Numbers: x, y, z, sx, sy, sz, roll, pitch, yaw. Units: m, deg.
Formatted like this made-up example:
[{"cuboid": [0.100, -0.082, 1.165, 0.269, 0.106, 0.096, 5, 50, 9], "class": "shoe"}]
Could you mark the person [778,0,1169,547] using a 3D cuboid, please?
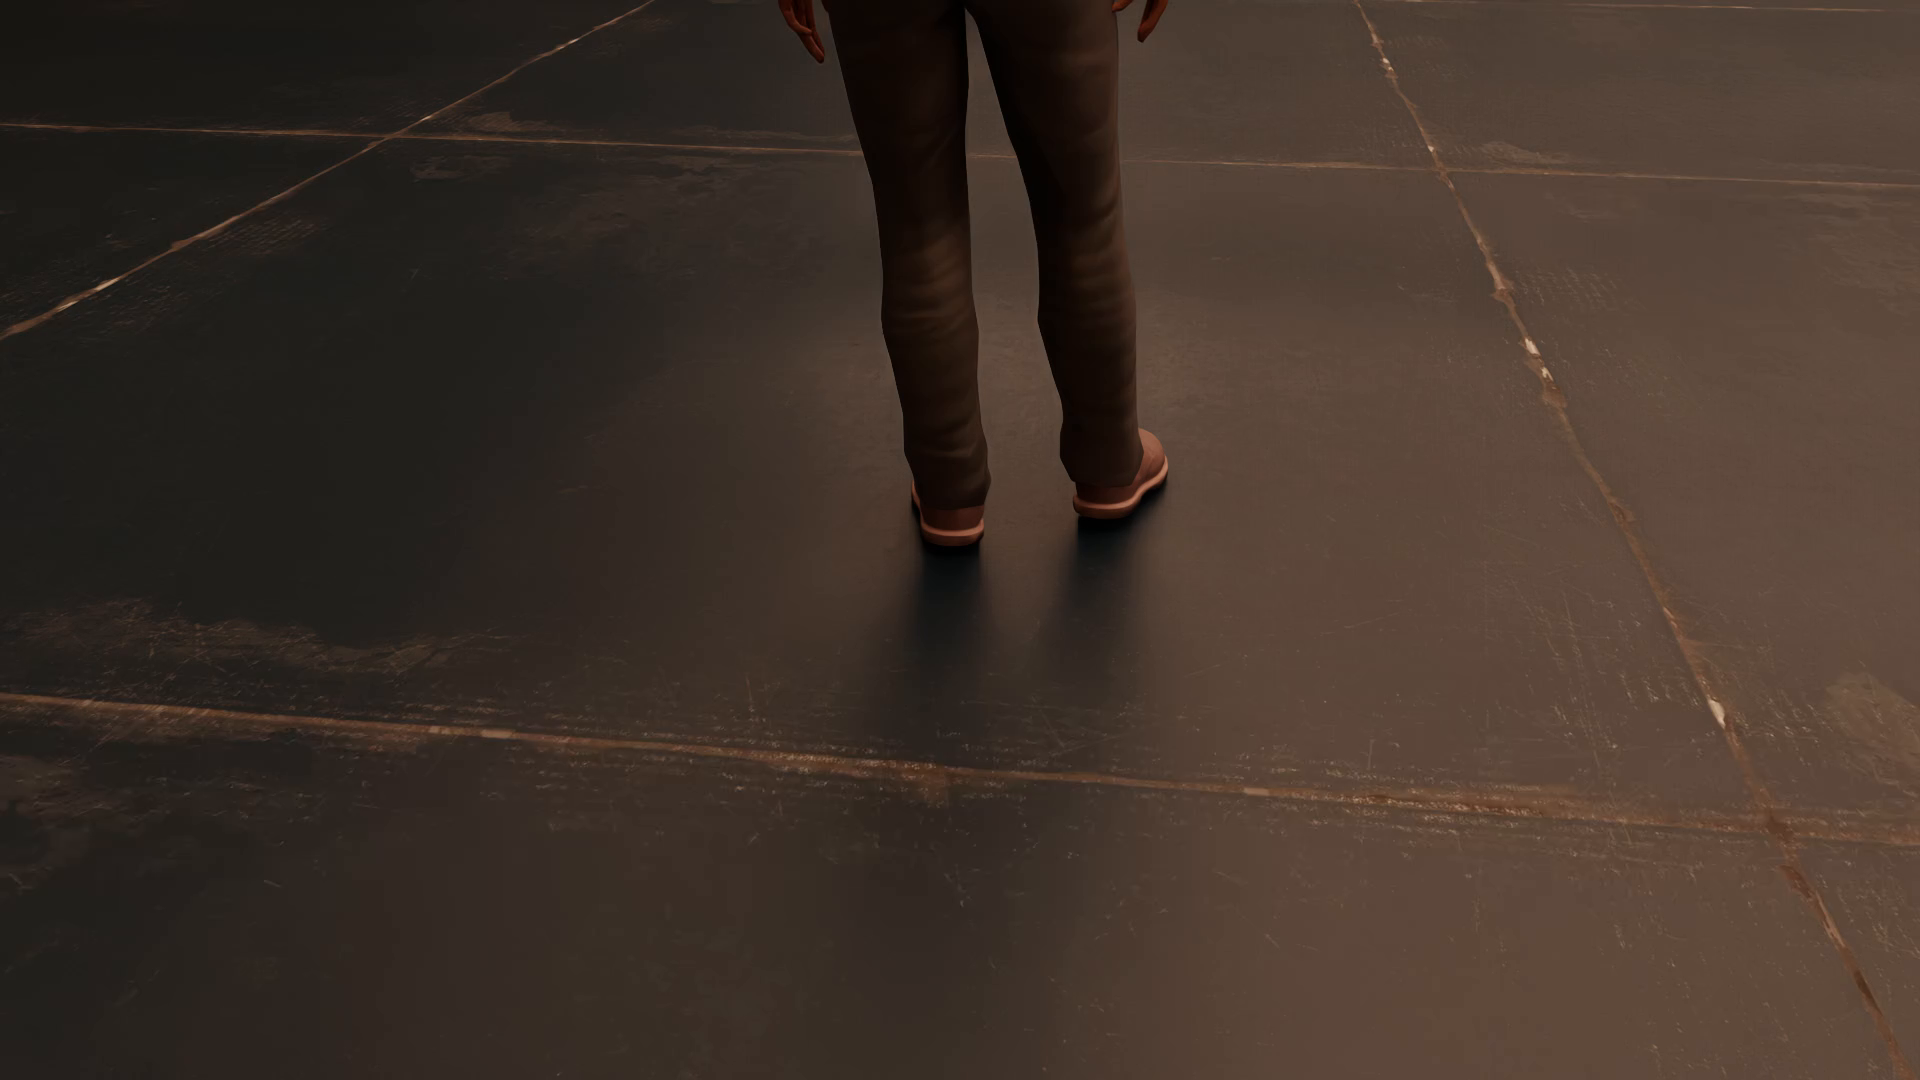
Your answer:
[{"cuboid": [0.032, -0.785, 2.203, 0.569, 1.656, 0.503, 3, 27, 7], "class": "person"}]
